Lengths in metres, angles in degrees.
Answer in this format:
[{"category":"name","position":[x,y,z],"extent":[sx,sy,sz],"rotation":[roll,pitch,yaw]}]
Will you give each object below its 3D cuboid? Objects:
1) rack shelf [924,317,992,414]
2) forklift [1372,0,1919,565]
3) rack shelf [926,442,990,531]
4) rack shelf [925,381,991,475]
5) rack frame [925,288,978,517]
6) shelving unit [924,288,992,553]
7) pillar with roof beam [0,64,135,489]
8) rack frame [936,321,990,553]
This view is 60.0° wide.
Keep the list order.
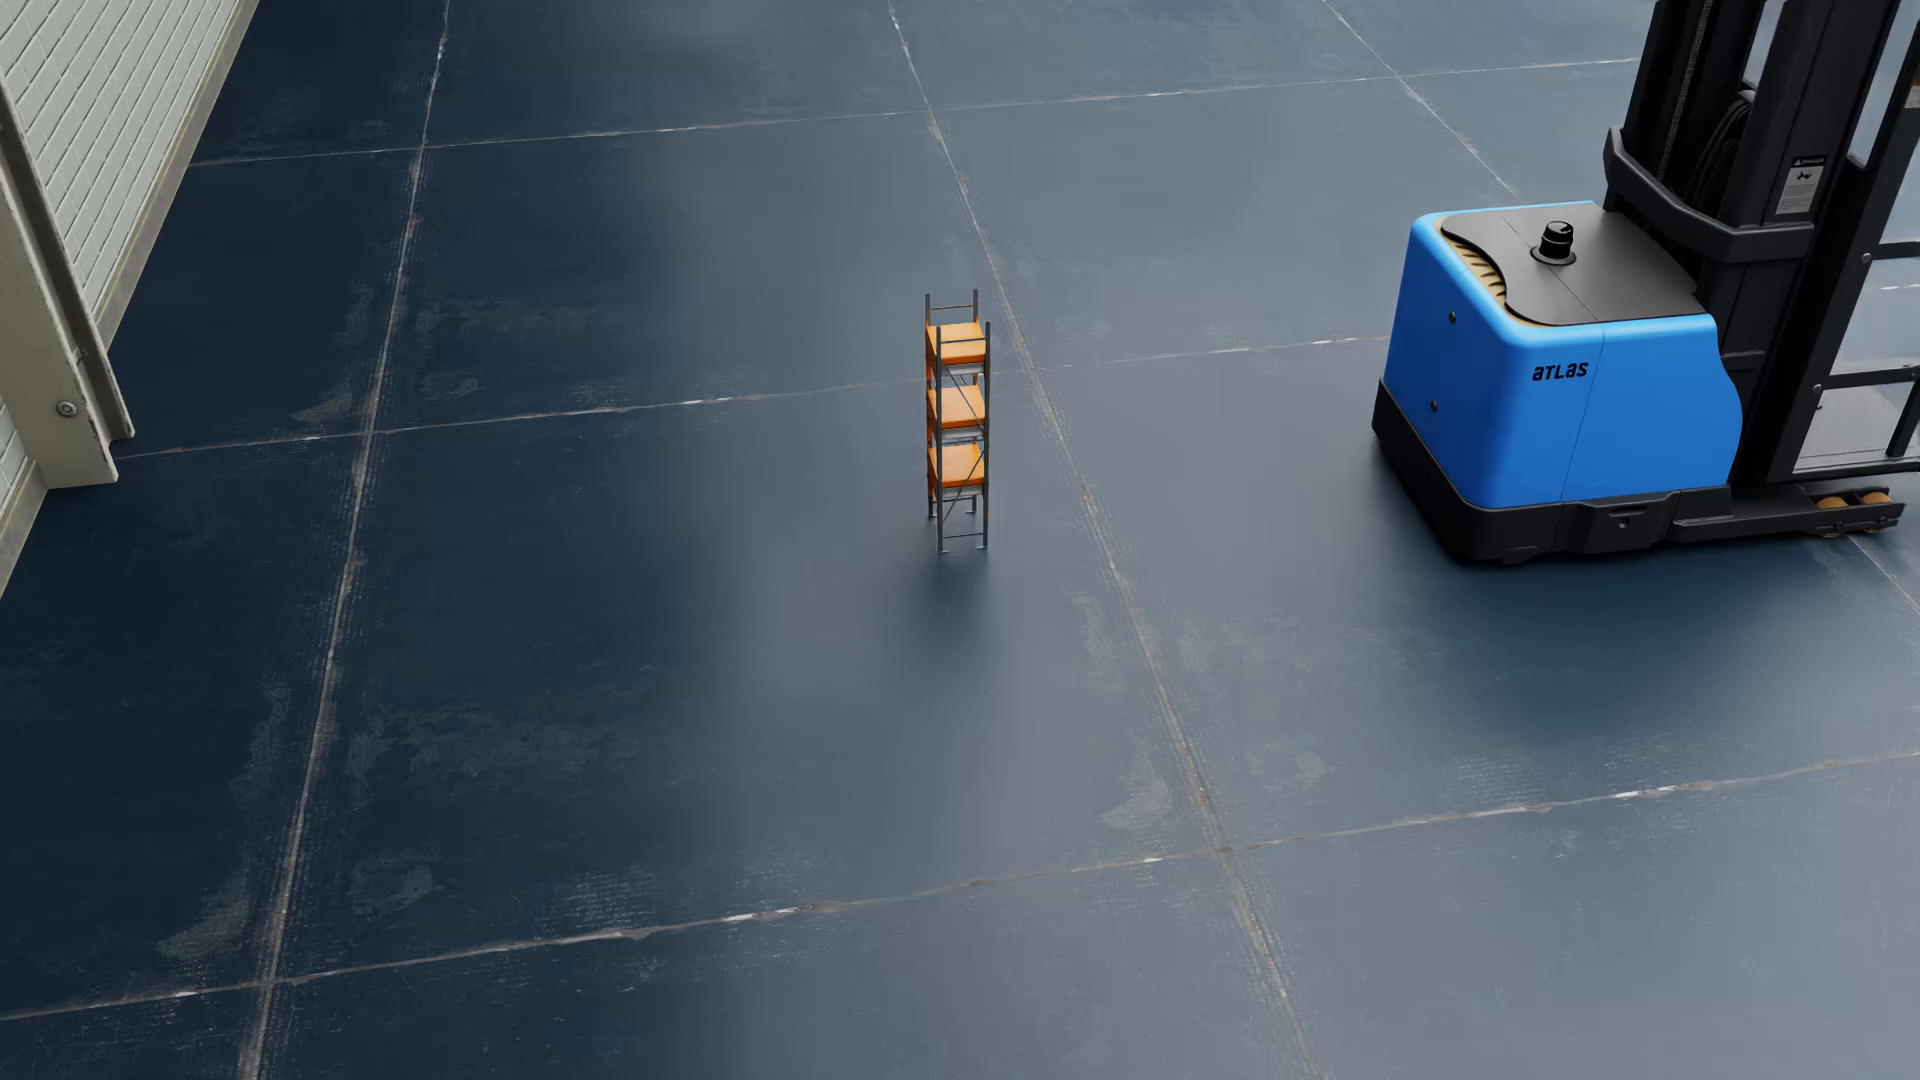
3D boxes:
[{"category":"rack shelf","position":[-0.009,-0.663,6.302],"extent":[0.215,0.259,0.240],"rotation":[-6,38,-8]},{"category":"forklift","position":[3.364,-1.482,6.268],"extent":[3.031,2.935,1.130],"rotation":[-6,38,-7]},{"category":"rack shelf","position":[-0.009,-0.219,6.647],"extent":[0.215,0.259,0.240],"rotation":[-6,38,-8]},{"category":"rack shelf","position":[-0.009,-0.439,6.476],"extent":[0.215,0.259,0.240],"rotation":[-6,38,-8]},{"category":"rack frame","position":[-0.031,-0.521,6.564],"extent":[0.200,1.050,0.008],"rotation":[-6,38,-8]},{"category":"shelving unit","position":[-0.009,-0.447,6.470],"extent":[0.215,1.050,0.252],"rotation":[-6,38,-8]},{"category":"pillar with roof beam","position":[0.465,-4.365,5.034],"extent":[9.100,9.000,0.400],"rotation":[-6,38,-8]},{"category":"rack frame","position":[0.012,-0.373,6.375],"extent":[0.200,1.050,0.008],"rotation":[-6,38,-8]}]
